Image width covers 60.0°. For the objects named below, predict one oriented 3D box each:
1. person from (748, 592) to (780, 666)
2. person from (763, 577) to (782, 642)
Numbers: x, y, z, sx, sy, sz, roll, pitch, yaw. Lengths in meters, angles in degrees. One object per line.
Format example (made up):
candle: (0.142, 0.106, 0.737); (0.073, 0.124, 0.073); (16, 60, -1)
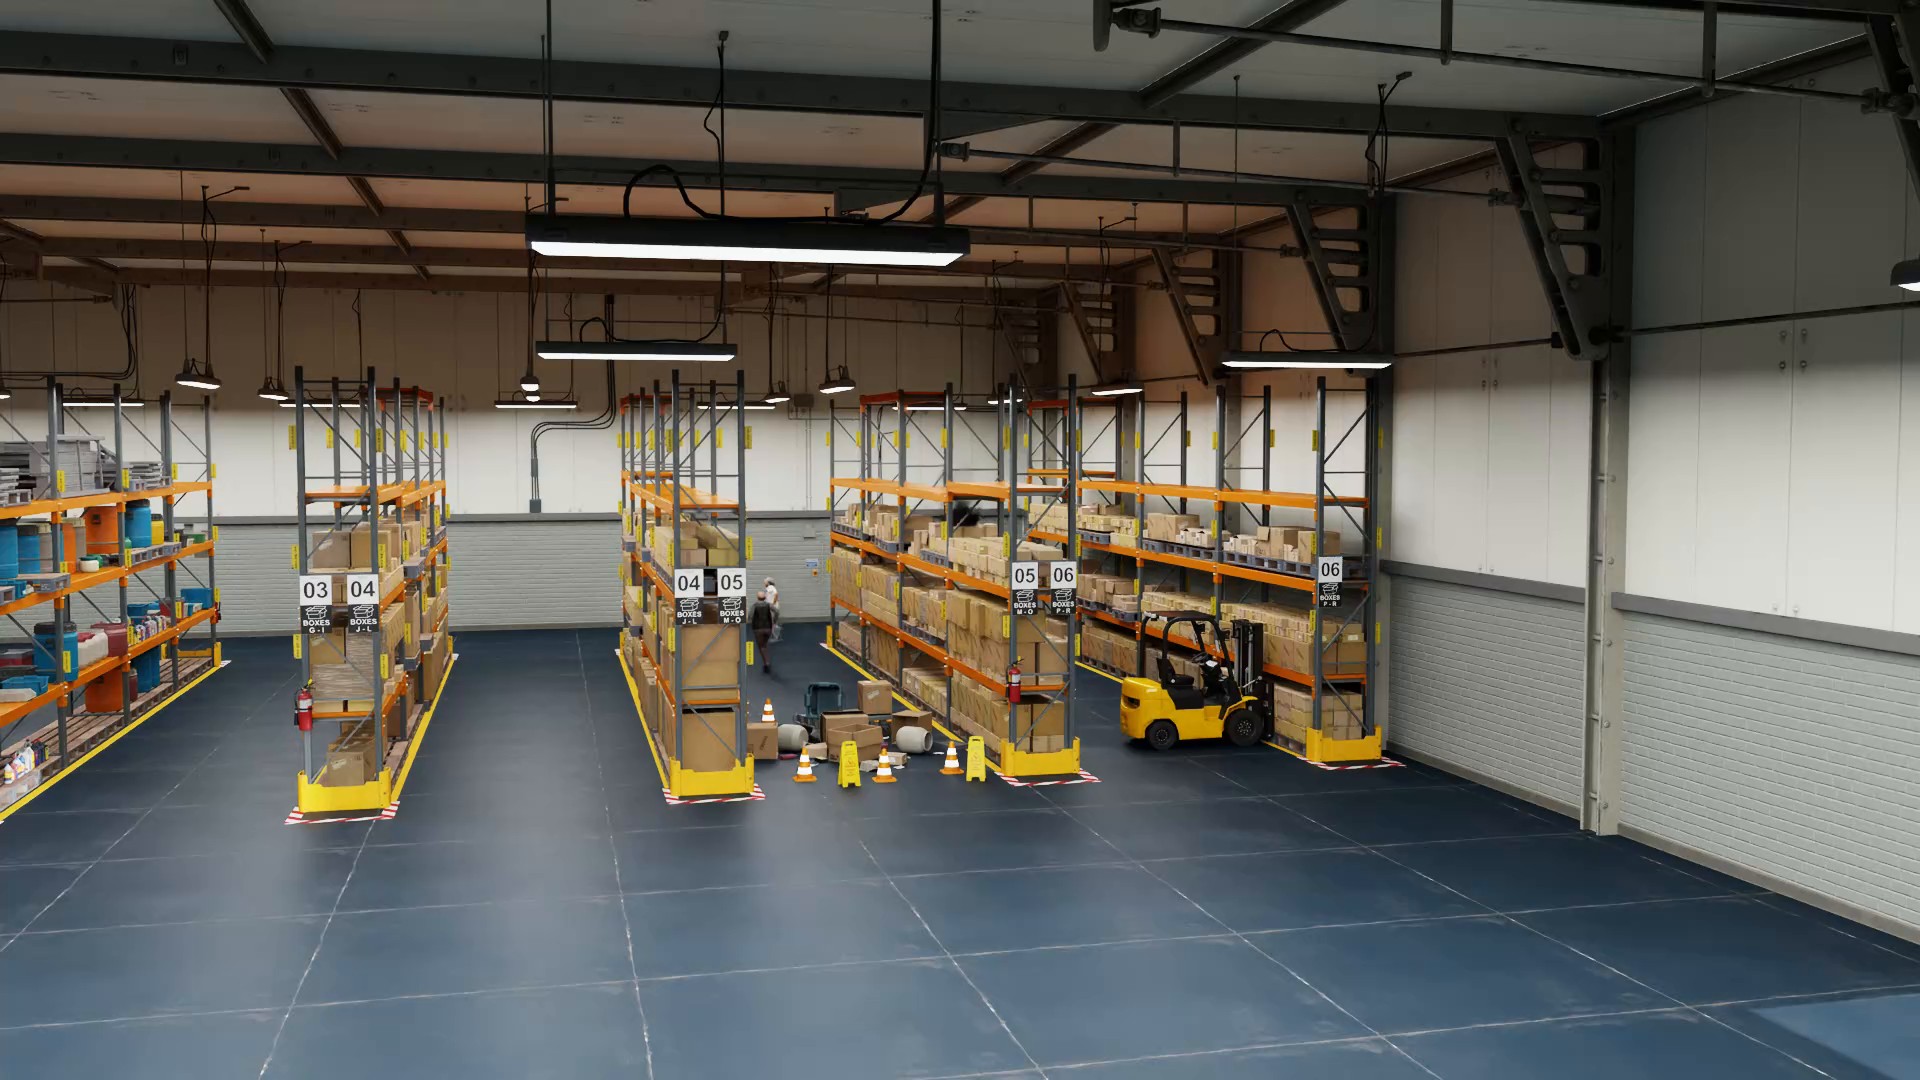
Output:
person: (-4.297, 1.922, 36.215); (0.642, 1.592, 0.778); (-2, 4, -27)
person: (-4.732, 1.736, 41.302); (0.612, 1.629, 0.633); (0, 3, -2)
